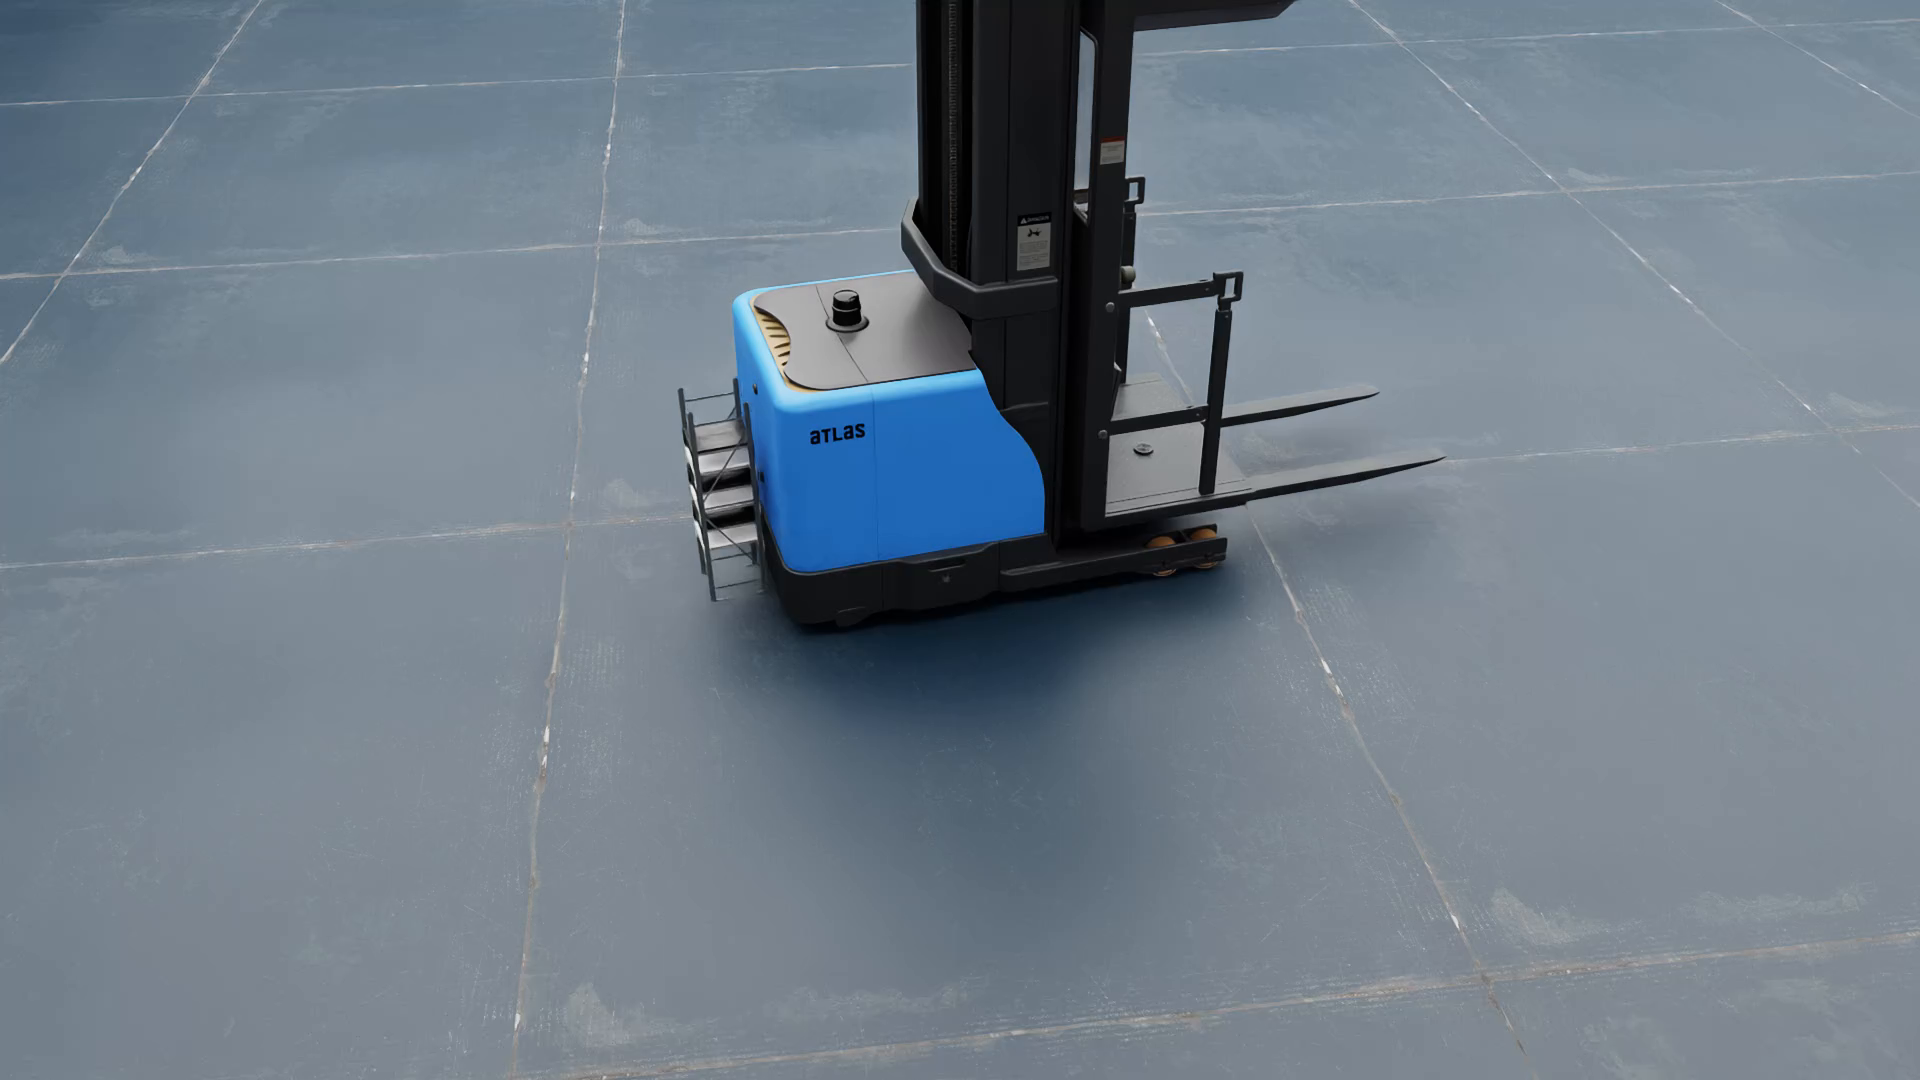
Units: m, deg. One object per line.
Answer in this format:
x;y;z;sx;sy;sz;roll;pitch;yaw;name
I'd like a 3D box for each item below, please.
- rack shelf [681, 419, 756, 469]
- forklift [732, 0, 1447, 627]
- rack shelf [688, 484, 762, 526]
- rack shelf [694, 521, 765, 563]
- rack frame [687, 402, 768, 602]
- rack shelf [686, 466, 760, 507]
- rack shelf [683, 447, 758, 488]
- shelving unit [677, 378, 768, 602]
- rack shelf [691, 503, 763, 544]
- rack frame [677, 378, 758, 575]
-0.958;-0.387;6.593;0.258;0.077;0.200;-11;36;-14;rack shelf
0.625;-1.333;6.603;3.031;2.935;1.130;-10;35;-14;forklift
-0.953;-0.165;6.747;0.258;0.077;0.200;-11;36;-14;rack shelf
-0.950;-0.016;6.849;0.258;0.077;0.200;-11;36;-14;rack shelf
-0.922;-0.138;6.648;0.240;0.900;0.006;-11;36;-14;rack frame
-0.955;-0.239;6.696;0.258;0.077;0.200;-11;36;-14;rack shelf
-0.957;-0.313;6.645;0.258;0.077;0.200;-11;36;-14;rack shelf
-0.954;-0.192;6.728;0.258;0.900;0.210;-11;36;-14;shelving unit
-0.952;-0.091;6.798;0.258;0.077;0.200;-11;36;-14;rack shelf
-0.986;-0.246;6.808;0.240;0.900;0.006;-11;36;-14;rack frame
